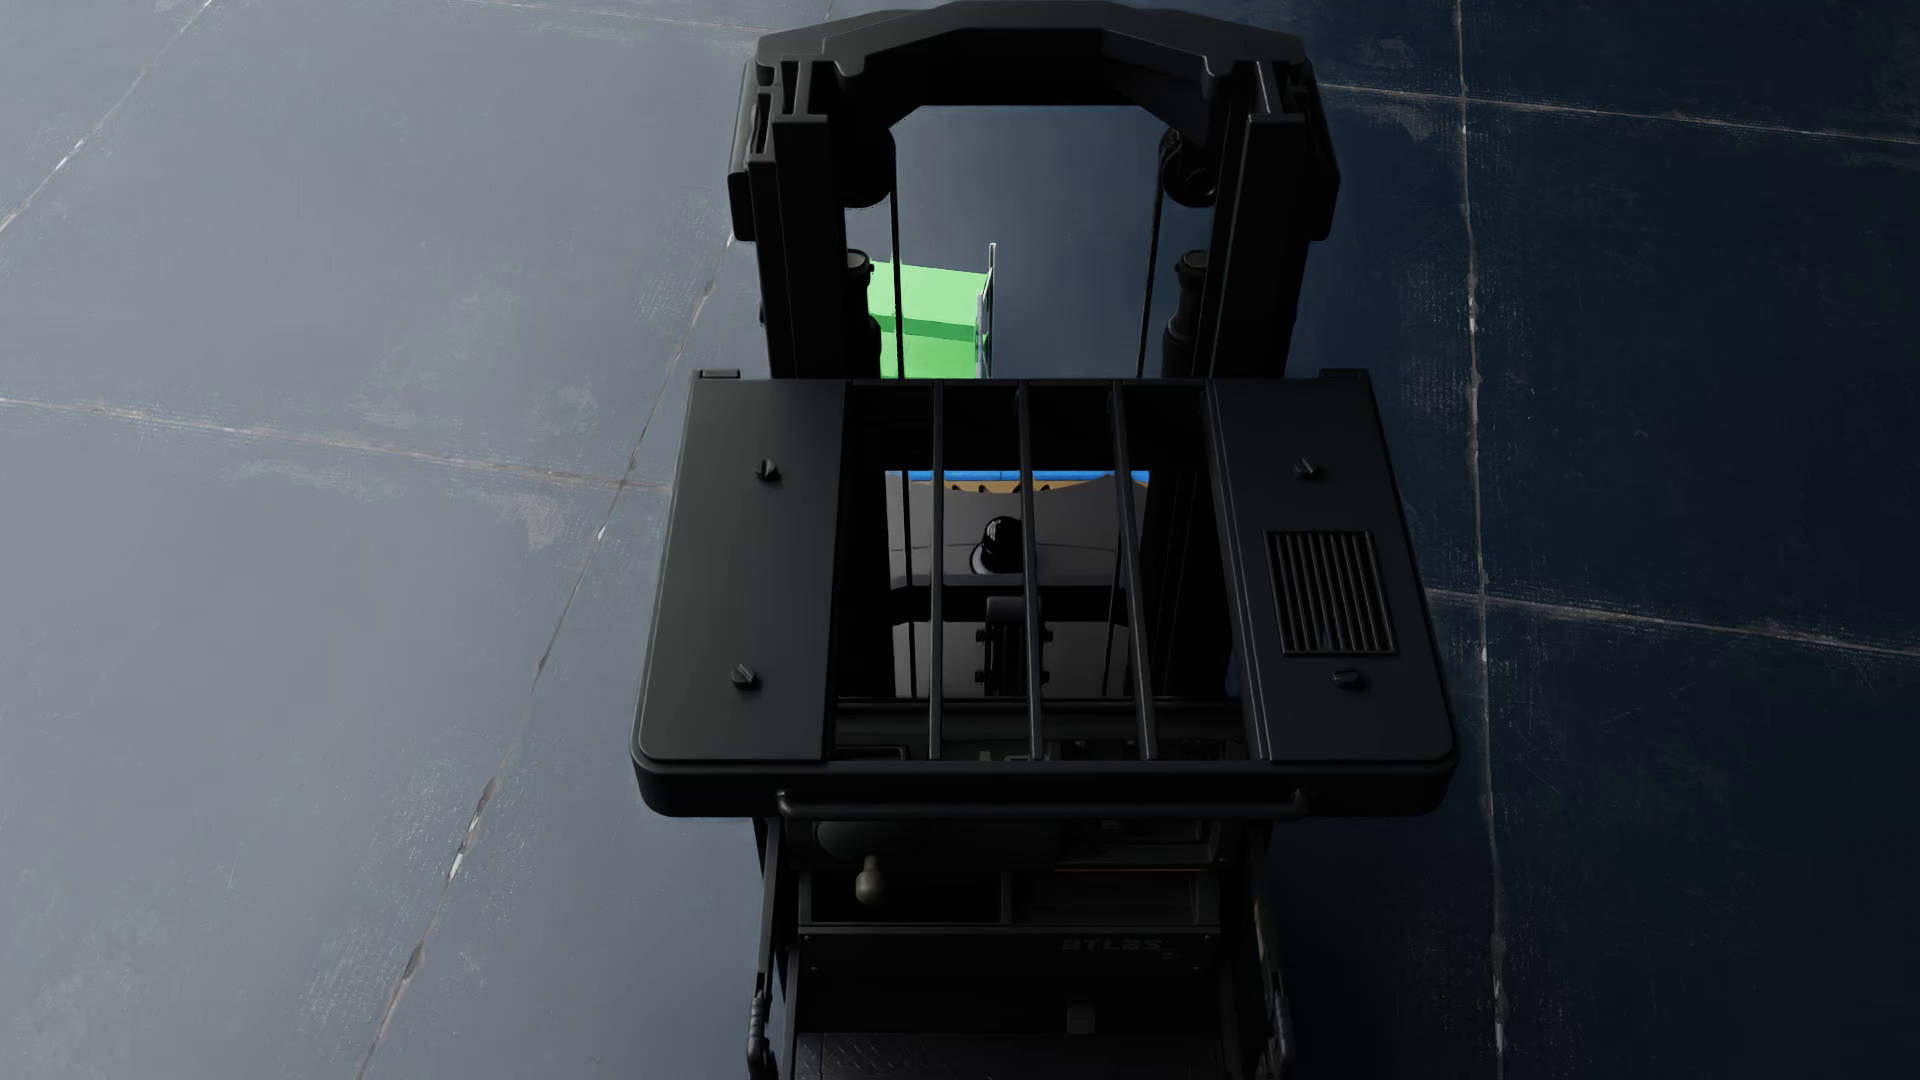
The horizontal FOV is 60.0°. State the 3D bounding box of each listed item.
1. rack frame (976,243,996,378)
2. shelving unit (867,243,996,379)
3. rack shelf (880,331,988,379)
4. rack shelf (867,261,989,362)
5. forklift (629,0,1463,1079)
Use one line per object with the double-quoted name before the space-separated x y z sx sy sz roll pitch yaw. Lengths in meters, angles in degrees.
"rack frame" 0.077 -0.391 5.294 0.015 1.200 0.240 8 49 7
"shelving unit" -0.163 -0.423 5.323 0.503 1.200 0.258 8 49 7
"rack shelf" -0.163 -0.541 5.192 0.480 0.148 0.258 8 49 7
"rack shelf" -0.163 -0.701 5.014 0.480 0.148 0.258 8 49 7
"forklift" 0.112 0.641 3.204 1.130 2.935 3.031 0 48 0
